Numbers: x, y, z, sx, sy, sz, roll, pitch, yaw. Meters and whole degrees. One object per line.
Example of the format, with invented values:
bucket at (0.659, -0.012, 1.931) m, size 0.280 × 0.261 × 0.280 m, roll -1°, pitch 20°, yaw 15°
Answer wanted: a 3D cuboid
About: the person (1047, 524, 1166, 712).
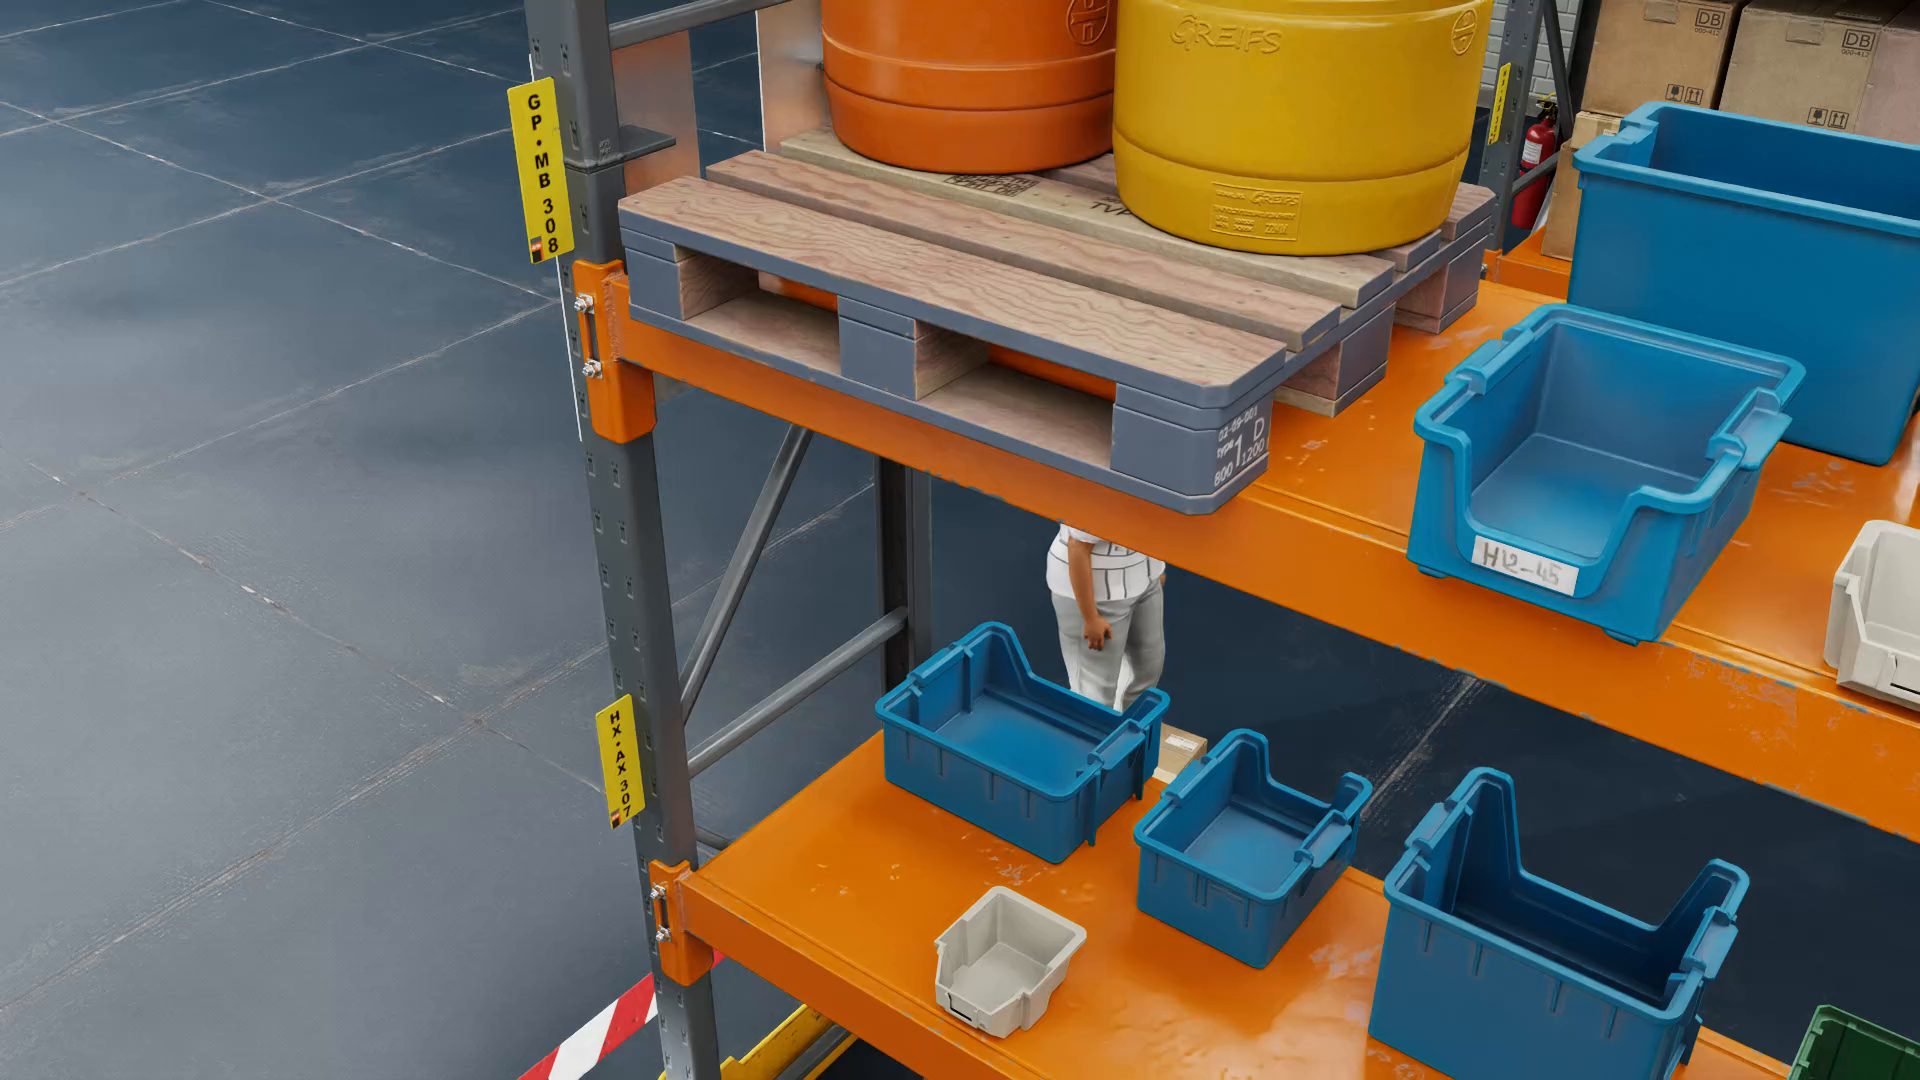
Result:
person at (0.554, 0.178, 5.831) m, size 0.463 × 1.667 × 0.563 m, roll 19°, pitch 36°, yaw 29°
